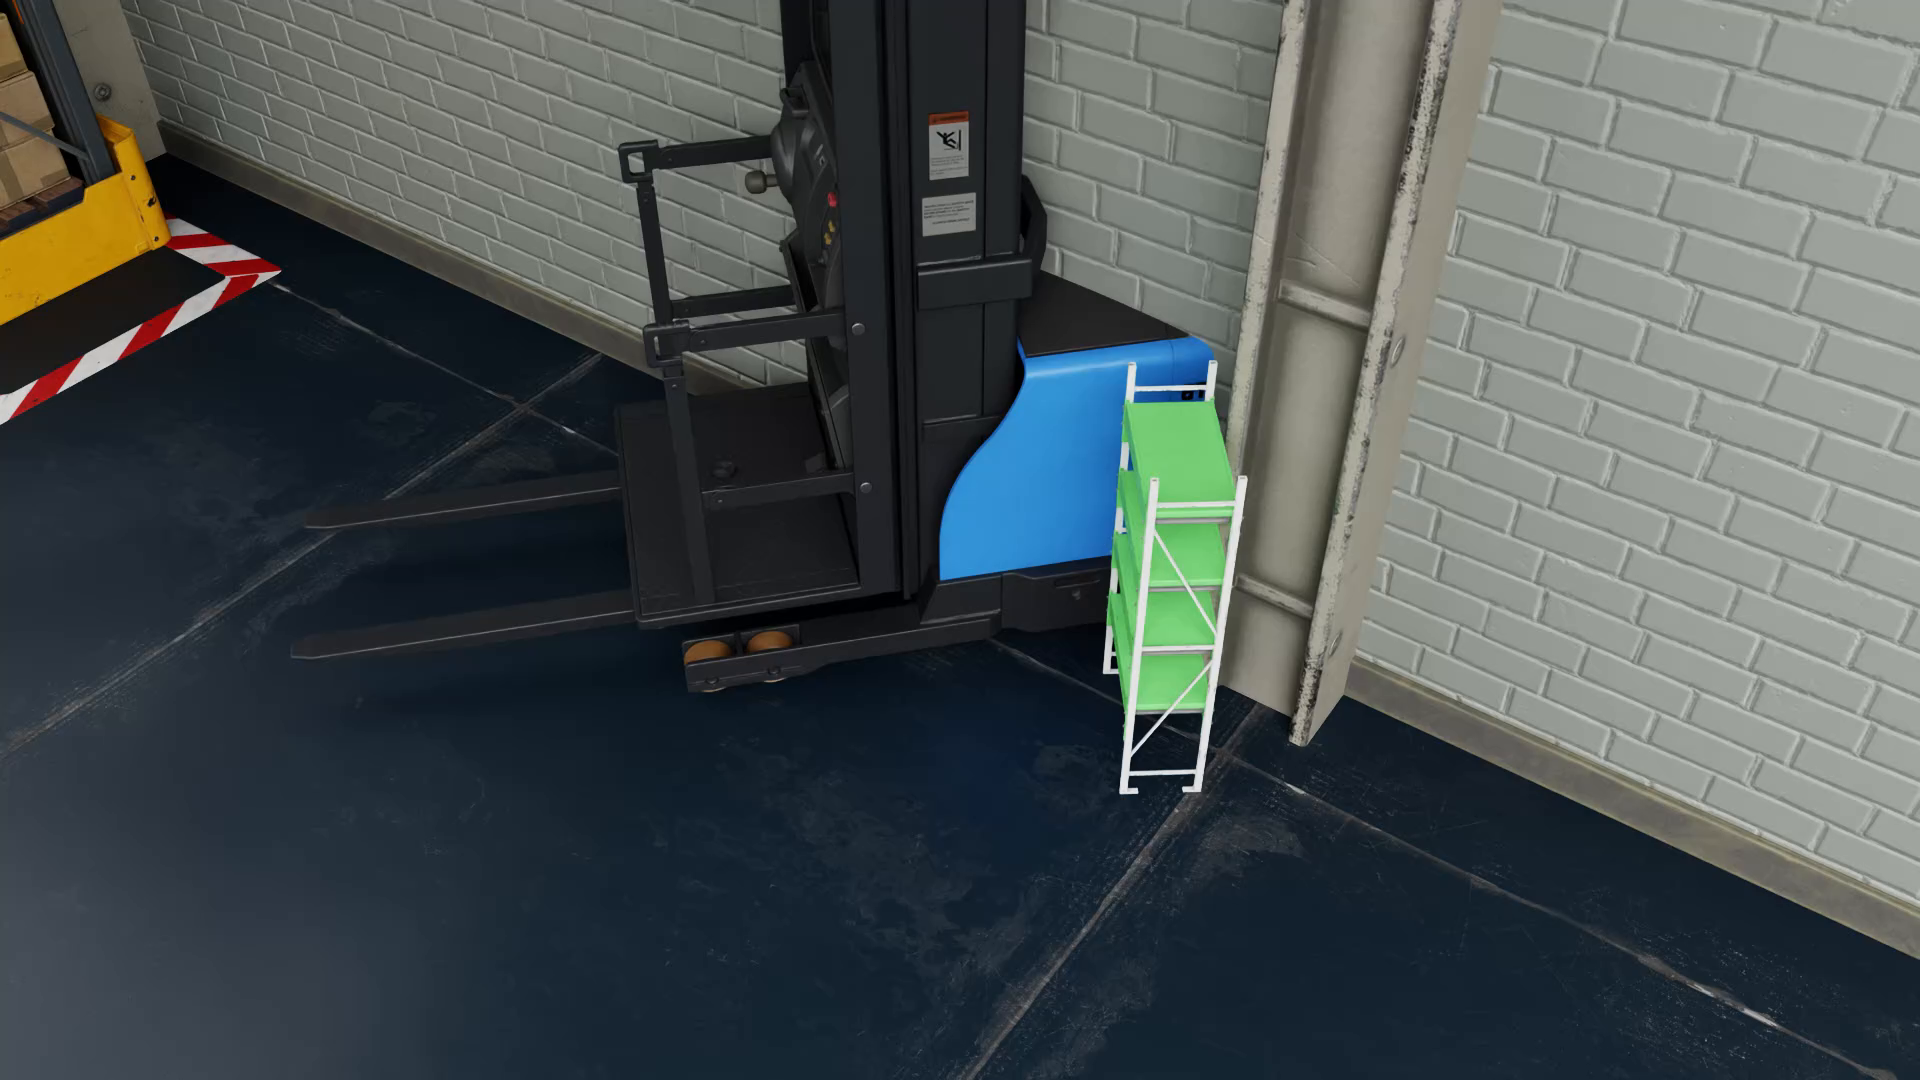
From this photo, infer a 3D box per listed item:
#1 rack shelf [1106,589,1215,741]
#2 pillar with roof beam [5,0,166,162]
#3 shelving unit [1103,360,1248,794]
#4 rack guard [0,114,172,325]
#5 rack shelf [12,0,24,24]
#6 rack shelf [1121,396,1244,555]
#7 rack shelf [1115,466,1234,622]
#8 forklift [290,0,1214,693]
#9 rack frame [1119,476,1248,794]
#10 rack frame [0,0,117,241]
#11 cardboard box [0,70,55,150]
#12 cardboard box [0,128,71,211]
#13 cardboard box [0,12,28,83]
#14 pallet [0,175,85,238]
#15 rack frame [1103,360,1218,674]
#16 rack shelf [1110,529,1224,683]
[{"bbox_3d":[0.583,0.359,4.905,0.258,0.148,0.480,-1,42,-2],"label":"rack shelf"},{"bbox_3d":[-6.414,-2.830,2.164,0.400,9.000,9.100,25,48,25],"label":"pillar with roof beam"},{"bbox_3d":[0.583,0.133,4.702,0.258,1.200,0.503,-1,42,-2],"label":"shelving unit"},{"bbox_3d":[-3.870,-1.245,6.766,0.348,0.500,1.175,25,48,25],"label":"rack guard"},{"bbox_3d":[-5.527,-2.683,7.039,4.000,0.370,1.077,25,48,25],"label":"rack shelf"},{"bbox_3d":[0.583,-0.178,4.425,0.258,0.148,0.480,-1,42,-2],"label":"rack shelf"},{"bbox_3d":[0.583,0.001,4.585,0.258,0.148,0.480,-1,42,-2],"label":"rack shelf"},{"bbox_3d":[-0.614,-1.003,4.673,3.031,2.935,1.130,-8,42,-9],"label":"forklift"},{"bbox_3d":[0.592,0.295,4.520,0.240,1.200,0.015,-1,42,-2],"label":"rack frame"},{"bbox_3d":[-3.889,-2.186,5.943,0.127,3.000,1.000,25,48,25],"label":"rack frame"},{"bbox_3d":[-4.155,-1.797,6.881,0.500,0.250,0.500,26,48,26],"label":"cardboard box"},{"bbox_3d":[-4.179,-1.612,7.049,0.500,0.250,0.500,25,48,25],"label":"cardboard box"},{"bbox_3d":[-4.174,-1.977,6.708,0.500,0.250,0.500,24,47,25],"label":"cardboard box"},{"bbox_3d":[-4.540,-1.416,7.174,1.213,0.211,1.003,25,48,25],"label":"pallet"},{"bbox_3d":[0.574,-0.030,4.884,0.240,1.200,0.015,-1,42,-2],"label":"rack frame"},{"bbox_3d":[0.583,0.180,4.745,0.258,0.148,0.480,-1,42,-2],"label":"rack shelf"}]
